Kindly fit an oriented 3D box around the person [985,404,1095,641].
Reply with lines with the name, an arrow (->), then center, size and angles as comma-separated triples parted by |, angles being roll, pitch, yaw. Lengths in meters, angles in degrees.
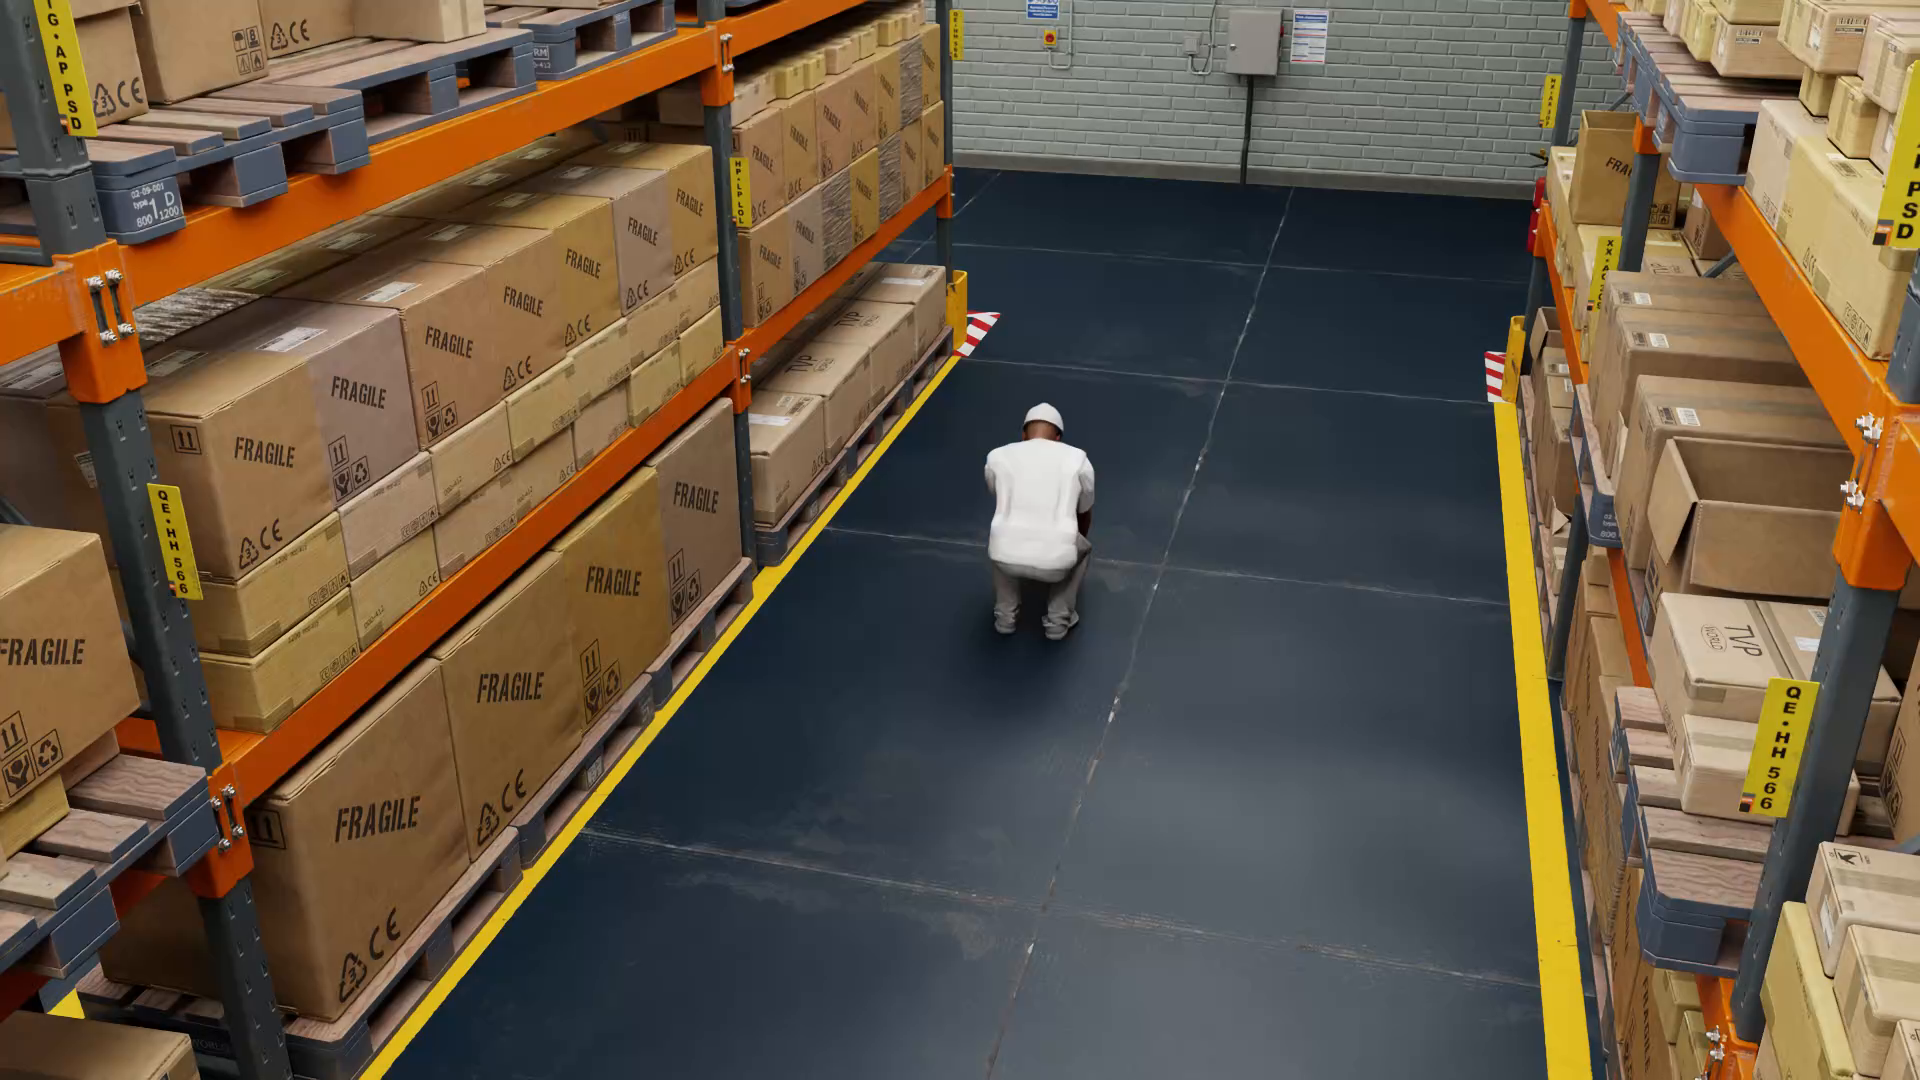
person -> 0.372, -0.095, 8.183 | 0.544, 1.010, 0.904 | 6, 26, 12
